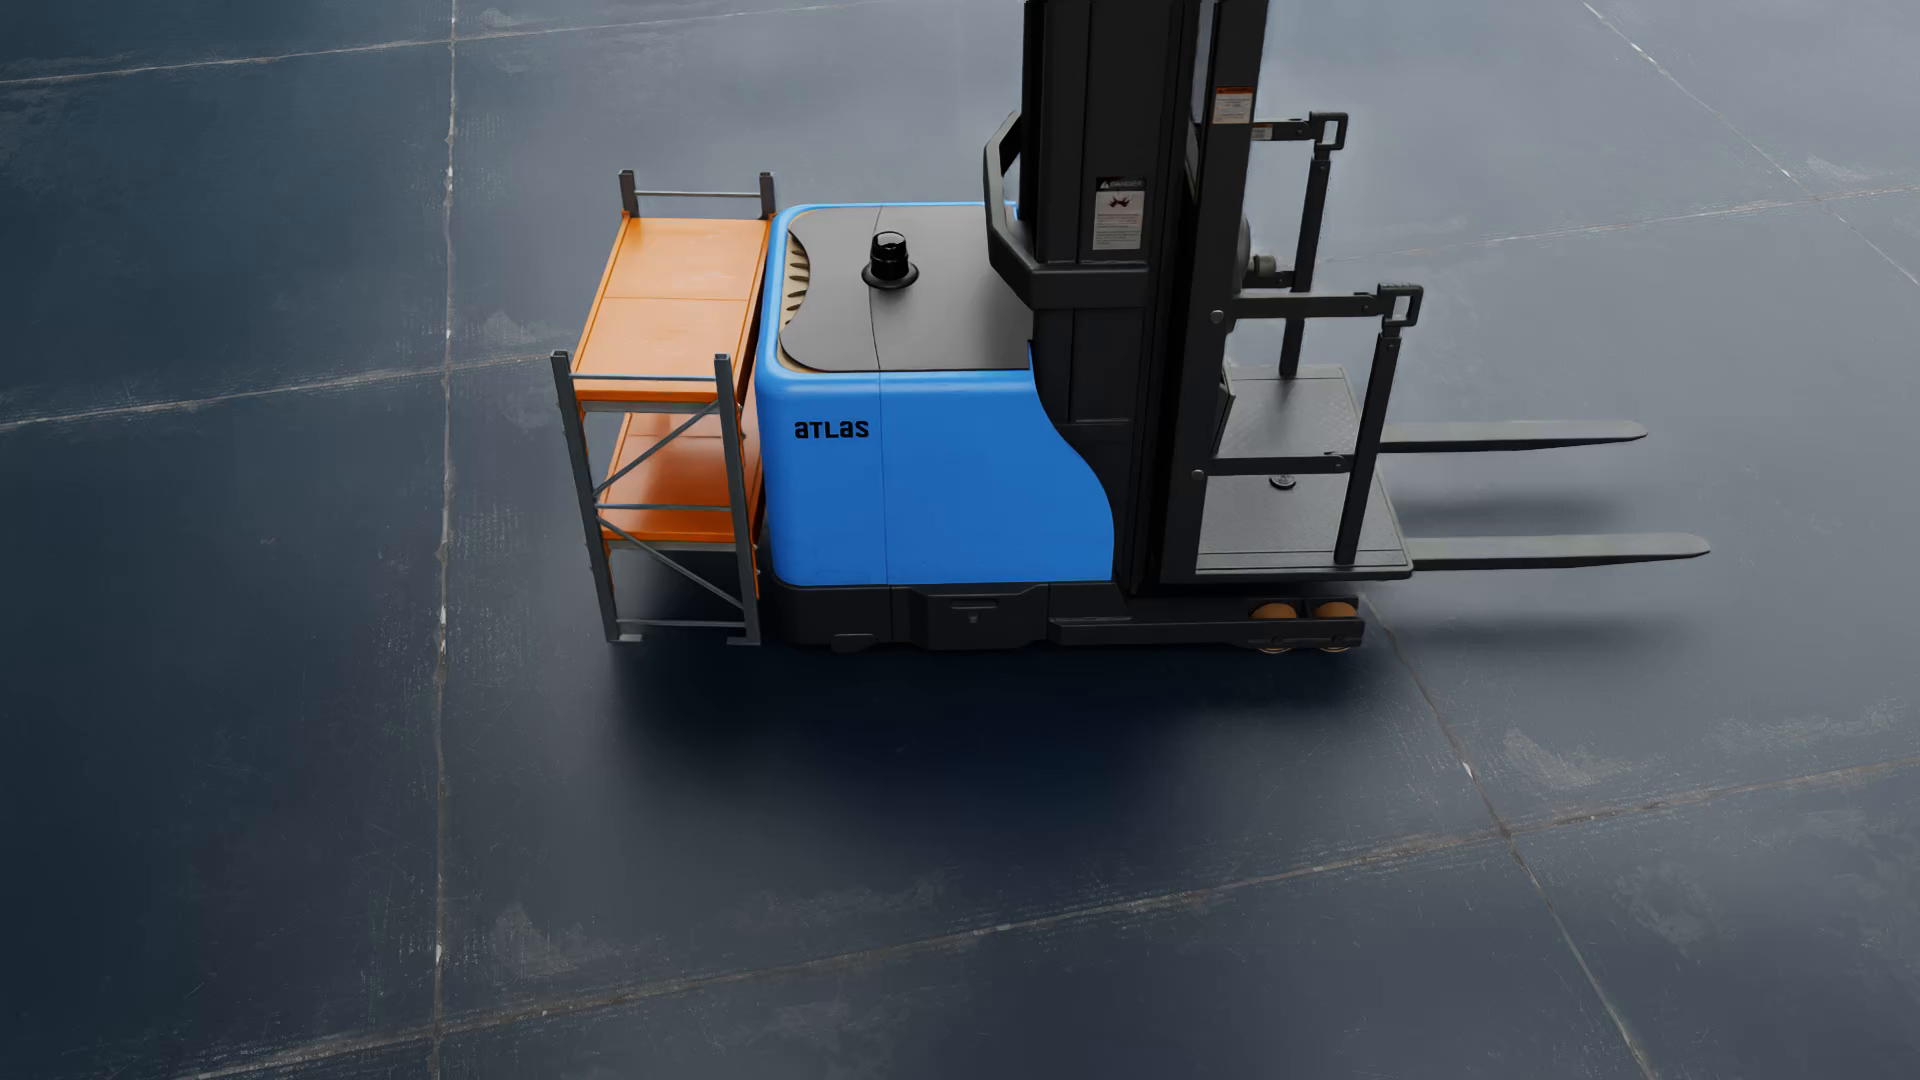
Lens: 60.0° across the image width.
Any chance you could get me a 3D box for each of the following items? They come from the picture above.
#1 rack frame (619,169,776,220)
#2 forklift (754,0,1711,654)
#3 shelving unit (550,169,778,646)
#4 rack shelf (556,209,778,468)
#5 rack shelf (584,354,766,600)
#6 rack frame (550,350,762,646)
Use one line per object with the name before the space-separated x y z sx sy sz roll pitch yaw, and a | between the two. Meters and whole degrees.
rack frame | -0.857 -0.770 5.770 0.500 1.125 0.032 1 42 1
forklift | 0.906 -1.086 4.765 3.031 2.935 1.130 -1 42 -1
shelving unit | -0.875 -0.433 5.390 0.538 1.125 1.048 1 42 1
rack shelf | -0.875 -0.652 5.196 0.538 0.278 1.000 1 42 1
rack shelf | -0.875 -0.250 5.553 0.538 0.278 1.000 1 42 1
rack frame | -0.892 -0.096 5.010 0.500 1.125 0.032 1 42 1
